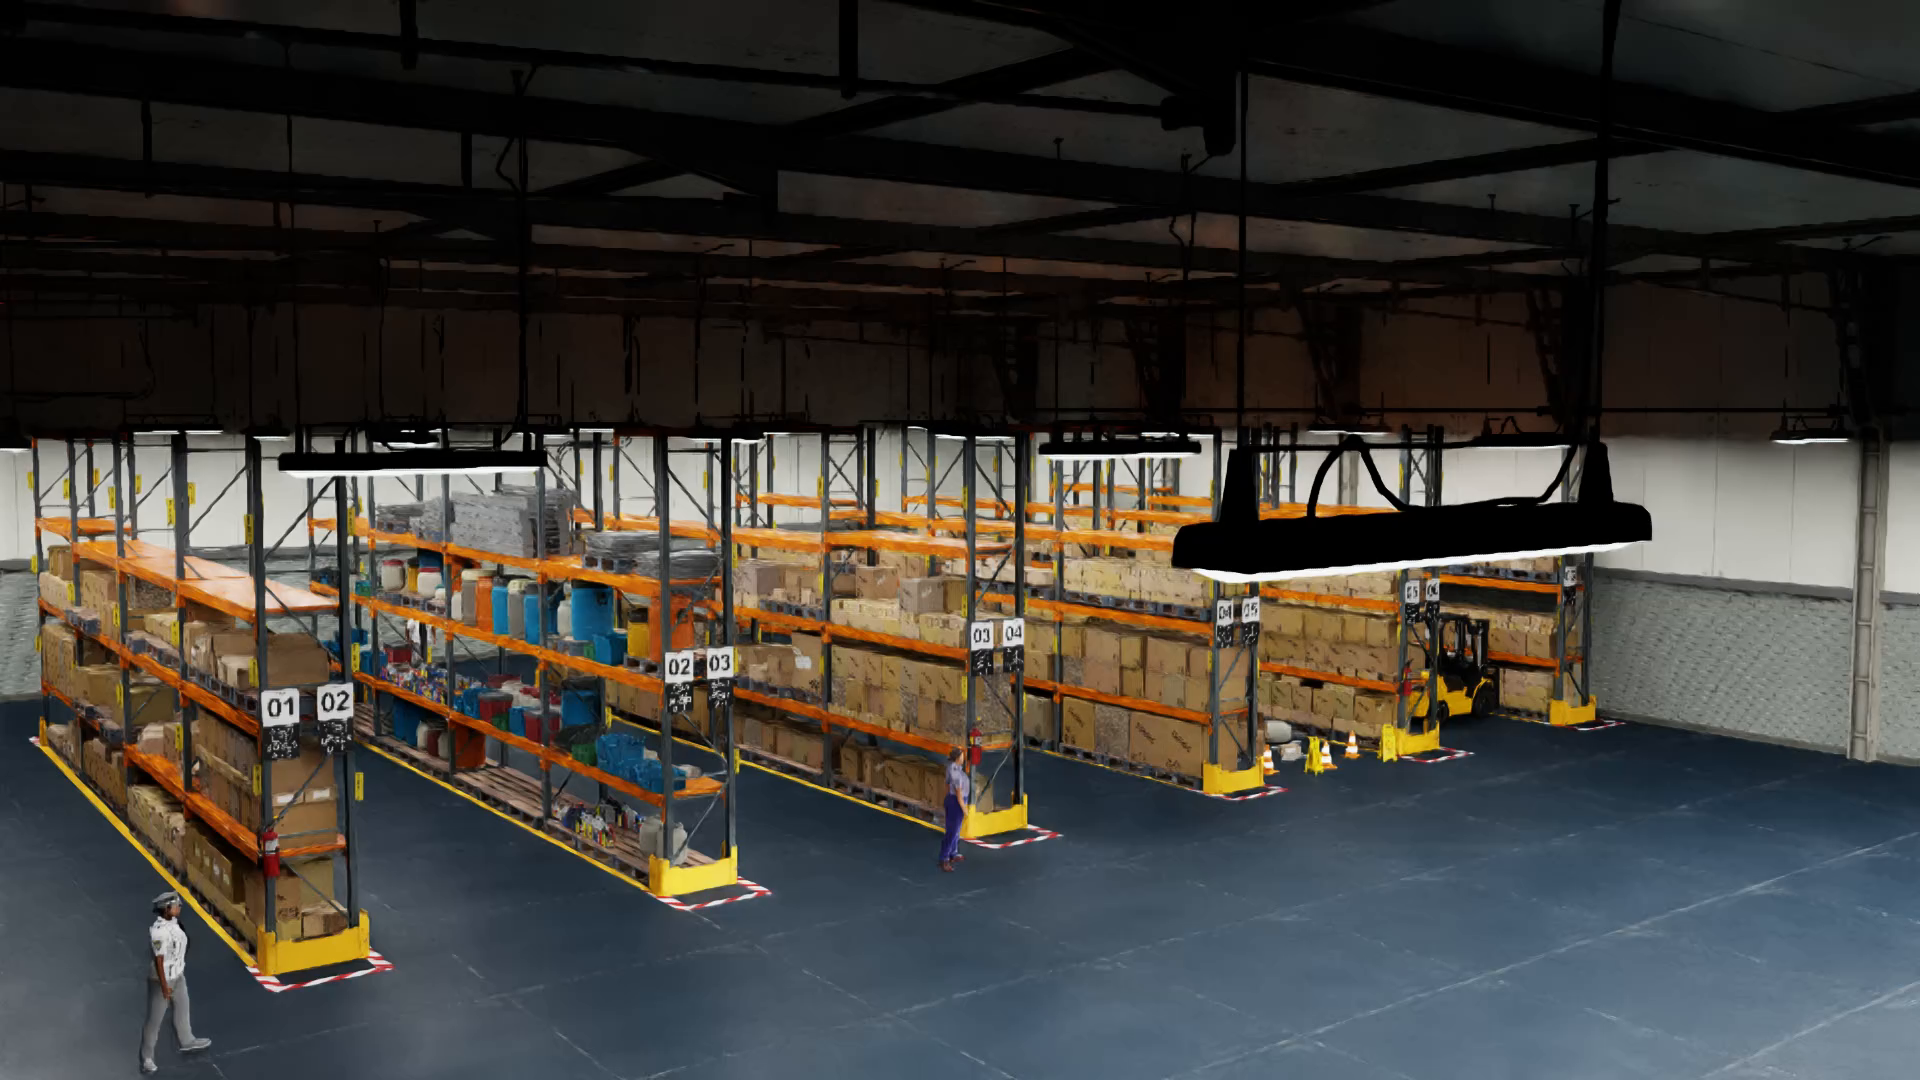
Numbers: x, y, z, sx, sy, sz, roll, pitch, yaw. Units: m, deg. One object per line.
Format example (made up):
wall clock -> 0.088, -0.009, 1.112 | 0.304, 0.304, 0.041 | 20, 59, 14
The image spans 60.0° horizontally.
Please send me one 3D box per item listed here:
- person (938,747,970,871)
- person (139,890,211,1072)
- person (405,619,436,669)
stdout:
person -> -0.090, 3.702, 23.057 | 0.448, 1.648, 0.687 | 0, 4, -6
person -> -7.663, 4.216, 16.119 | 0.521, 1.676, 0.679 | 0, 4, -6
person -> -12.771, 2.393, 39.409 | 0.719, 1.714, 0.578 | -4, 6, -38
